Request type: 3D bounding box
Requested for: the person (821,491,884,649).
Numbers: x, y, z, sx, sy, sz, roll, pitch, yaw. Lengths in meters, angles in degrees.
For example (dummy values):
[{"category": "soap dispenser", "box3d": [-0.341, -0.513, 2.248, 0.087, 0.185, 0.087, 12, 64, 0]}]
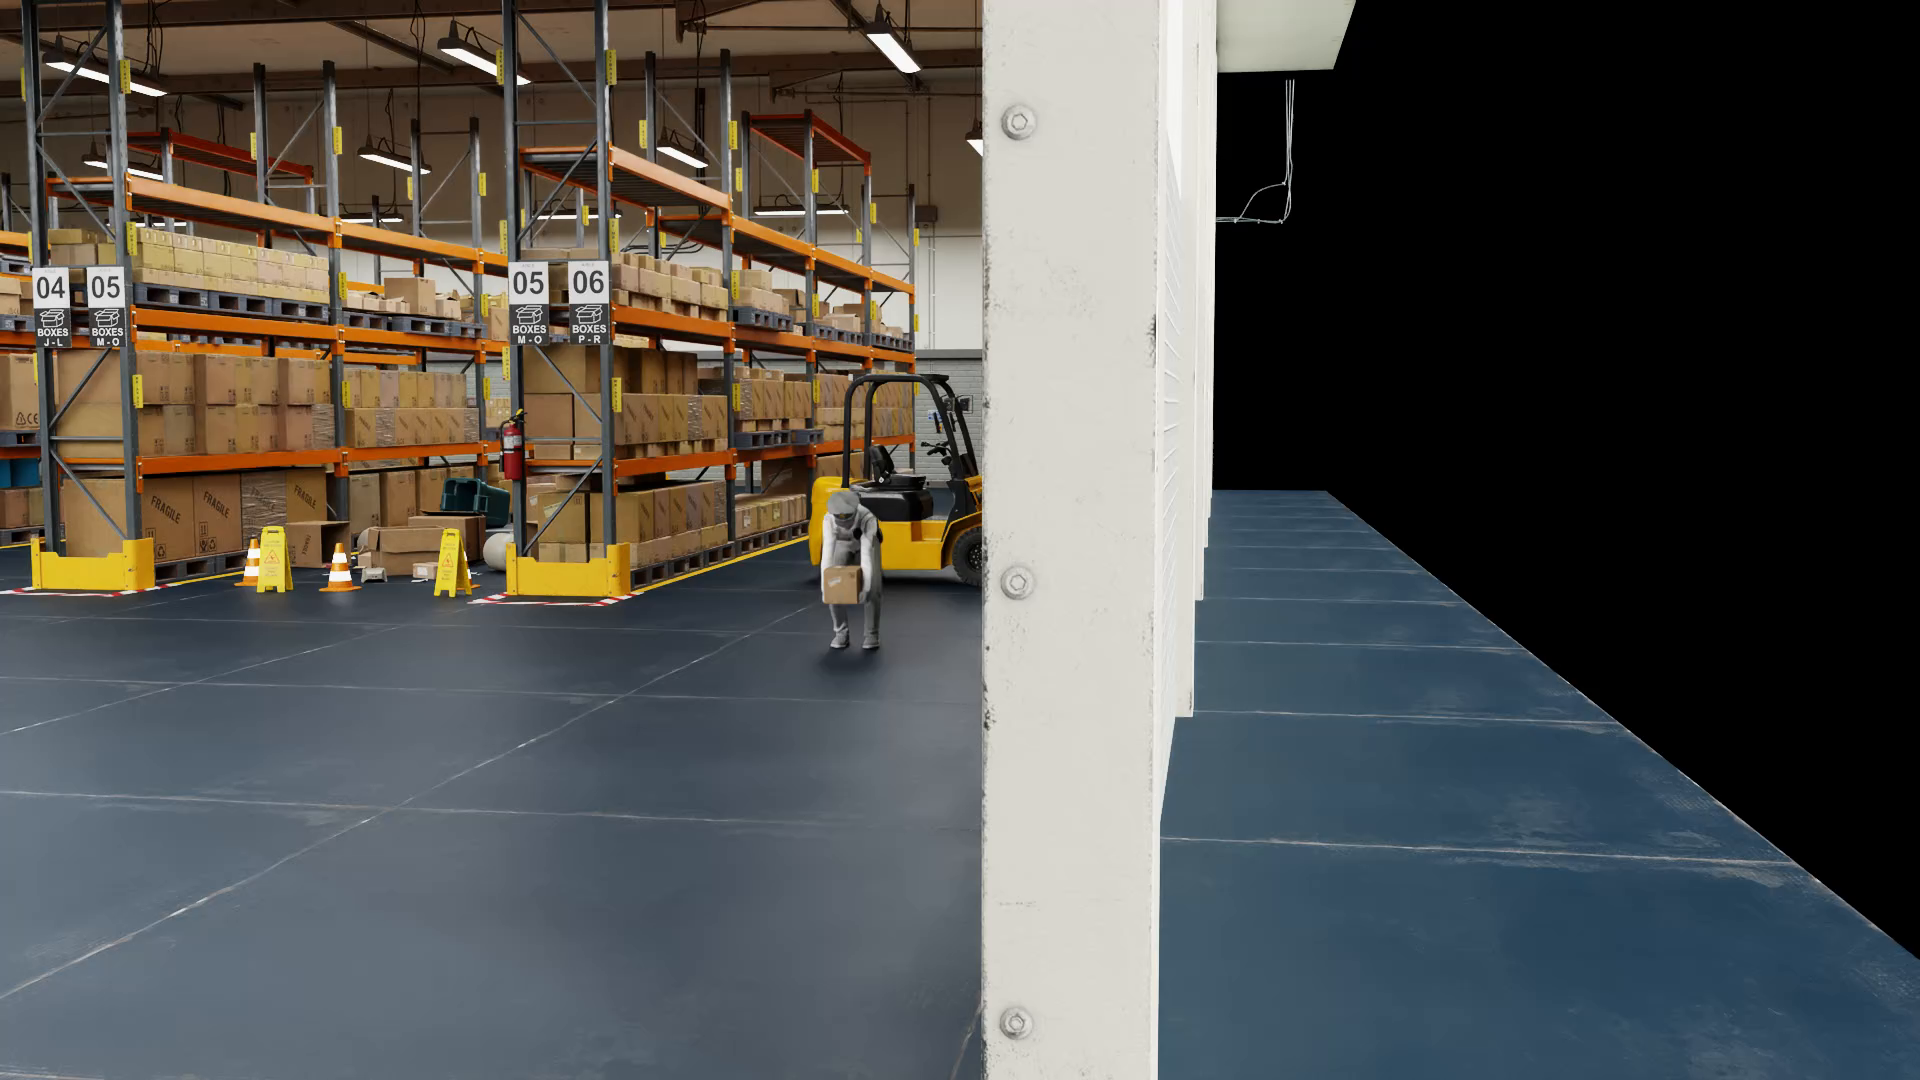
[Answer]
[{"category": "person", "box3d": [-0.816, 0.226, 12.419, 0.429, 1.214, 0.904, 1, 5, 6]}]
